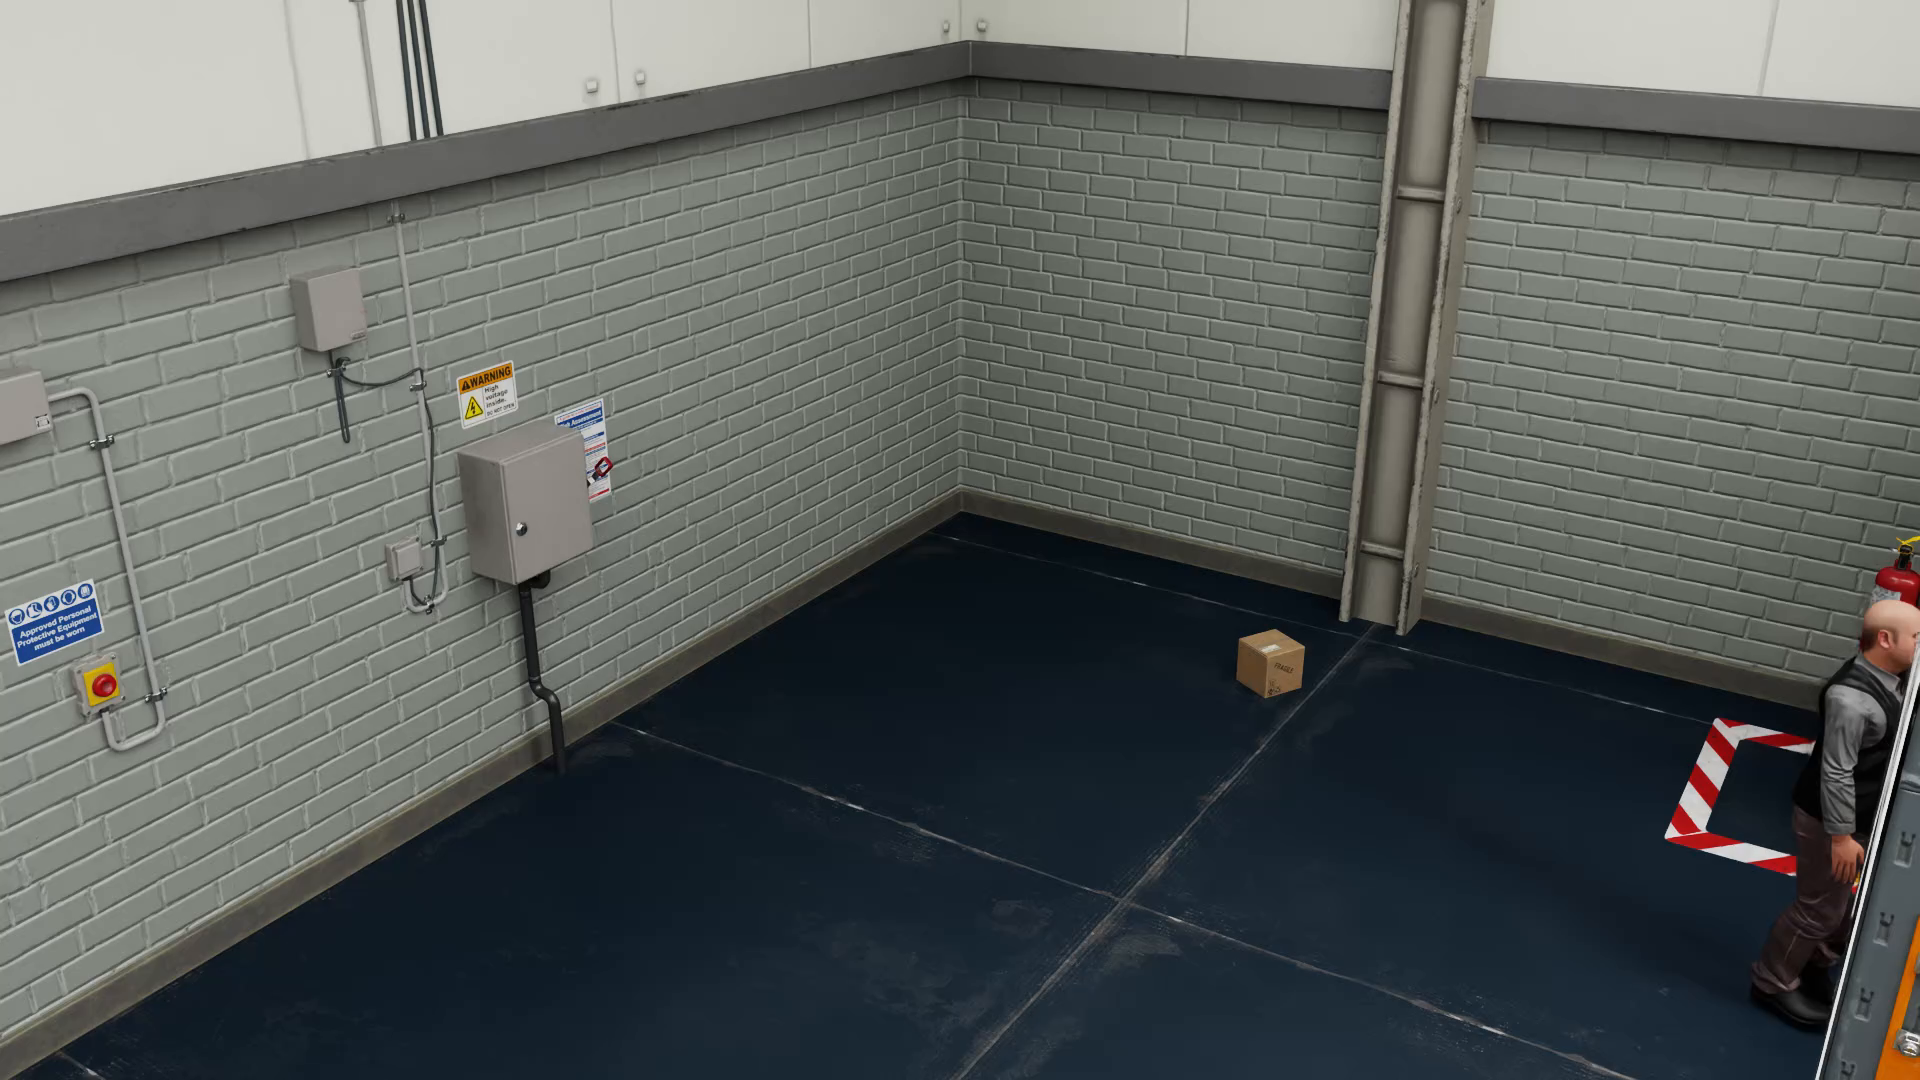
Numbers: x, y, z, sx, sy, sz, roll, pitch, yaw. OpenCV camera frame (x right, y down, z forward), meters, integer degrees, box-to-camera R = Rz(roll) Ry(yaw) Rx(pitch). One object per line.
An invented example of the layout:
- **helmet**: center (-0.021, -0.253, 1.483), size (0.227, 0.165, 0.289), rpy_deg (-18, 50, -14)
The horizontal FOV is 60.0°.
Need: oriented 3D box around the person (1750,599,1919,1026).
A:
- **person**: center (3.319, 1.044, 6.134), size (0.577, 1.734, 0.481), rpy_deg (-19, 30, -38)
